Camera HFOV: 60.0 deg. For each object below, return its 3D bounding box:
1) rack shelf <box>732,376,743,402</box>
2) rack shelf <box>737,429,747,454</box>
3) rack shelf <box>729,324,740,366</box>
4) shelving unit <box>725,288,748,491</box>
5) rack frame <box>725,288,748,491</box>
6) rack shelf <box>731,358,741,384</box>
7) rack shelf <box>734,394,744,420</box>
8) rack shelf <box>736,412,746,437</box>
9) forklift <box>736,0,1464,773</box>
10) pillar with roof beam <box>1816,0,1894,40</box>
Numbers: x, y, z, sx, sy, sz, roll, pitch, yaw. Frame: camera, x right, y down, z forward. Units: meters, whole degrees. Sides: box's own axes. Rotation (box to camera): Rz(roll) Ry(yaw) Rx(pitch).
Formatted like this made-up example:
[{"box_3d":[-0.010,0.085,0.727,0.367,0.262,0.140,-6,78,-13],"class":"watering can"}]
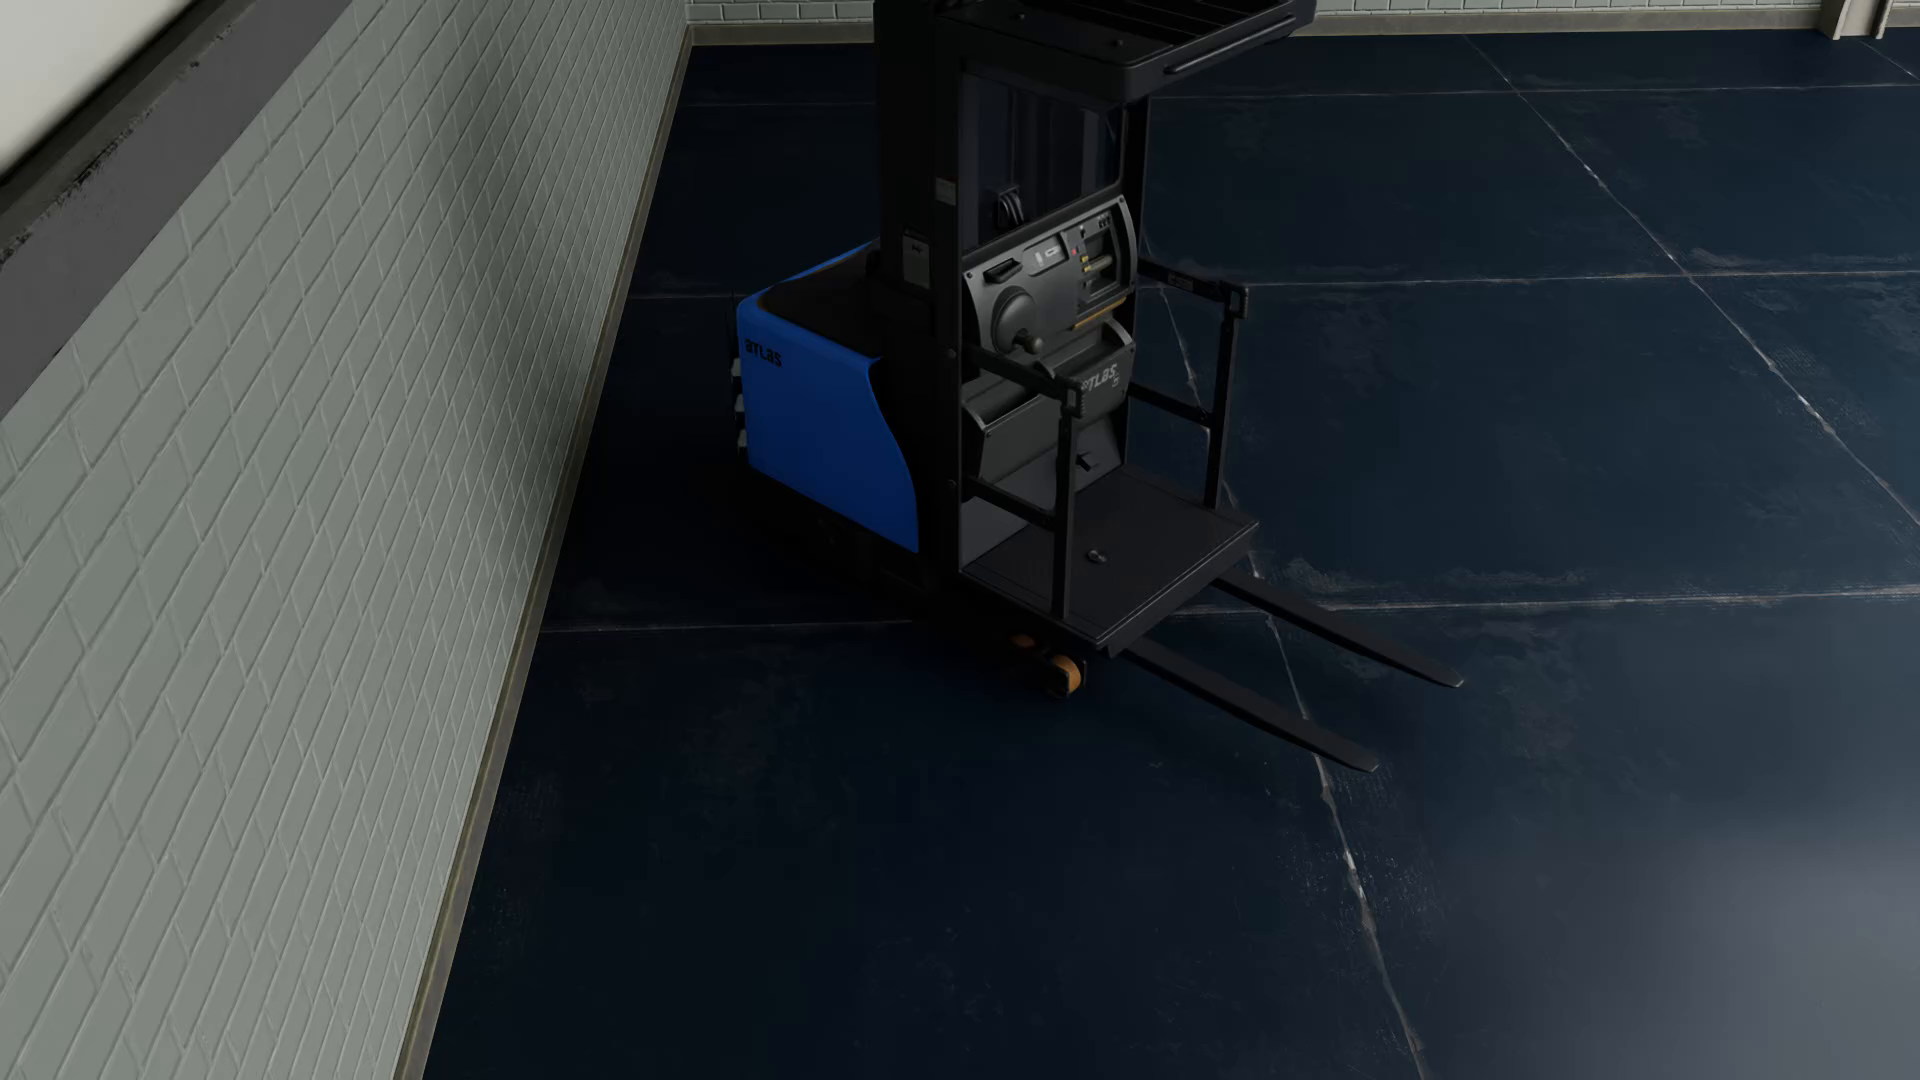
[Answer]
[{"box_3d":[-0.892,-0.707,7.381,0.200,0.077,0.258,0,35,1],"class":"rack shelf"},{"box_3d":[-0.892,-0.485,7.534,0.200,0.077,0.258,0,35,1],"class":"rack shelf"},{"box_3d":[-0.892,-0.855,7.278,0.200,0.077,0.258,0,35,1],"class":"rack shelf"},{"box_3d":[-0.892,-0.660,7.413,0.210,0.900,0.258,0,35,1],"class":"shelving unit"},{"box_3d":[-0.994,-0.661,7.414,0.006,0.900,0.240,0,35,1],"class":"rack frame"},{"box_3d":[-0.892,-0.781,7.329,0.200,0.077,0.258,0,35,1],"class":"rack shelf"},{"box_3d":[-0.892,-0.633,7.432,0.200,0.077,0.258,0,35,1],"class":"rack shelf"},{"box_3d":[-0.892,-0.559,7.483,0.200,0.077,0.258,0,35,1],"class":"rack shelf"},{"box_3d":[0.504,-0.939,6.031,3.031,2.935,1.130,27,43,33],"class":"forklift"},{"box_3d":[7.125,-5.208,6.867,0.400,9.000,9.100,-2,35,-2],"class":"pillar with roof beam"}]
